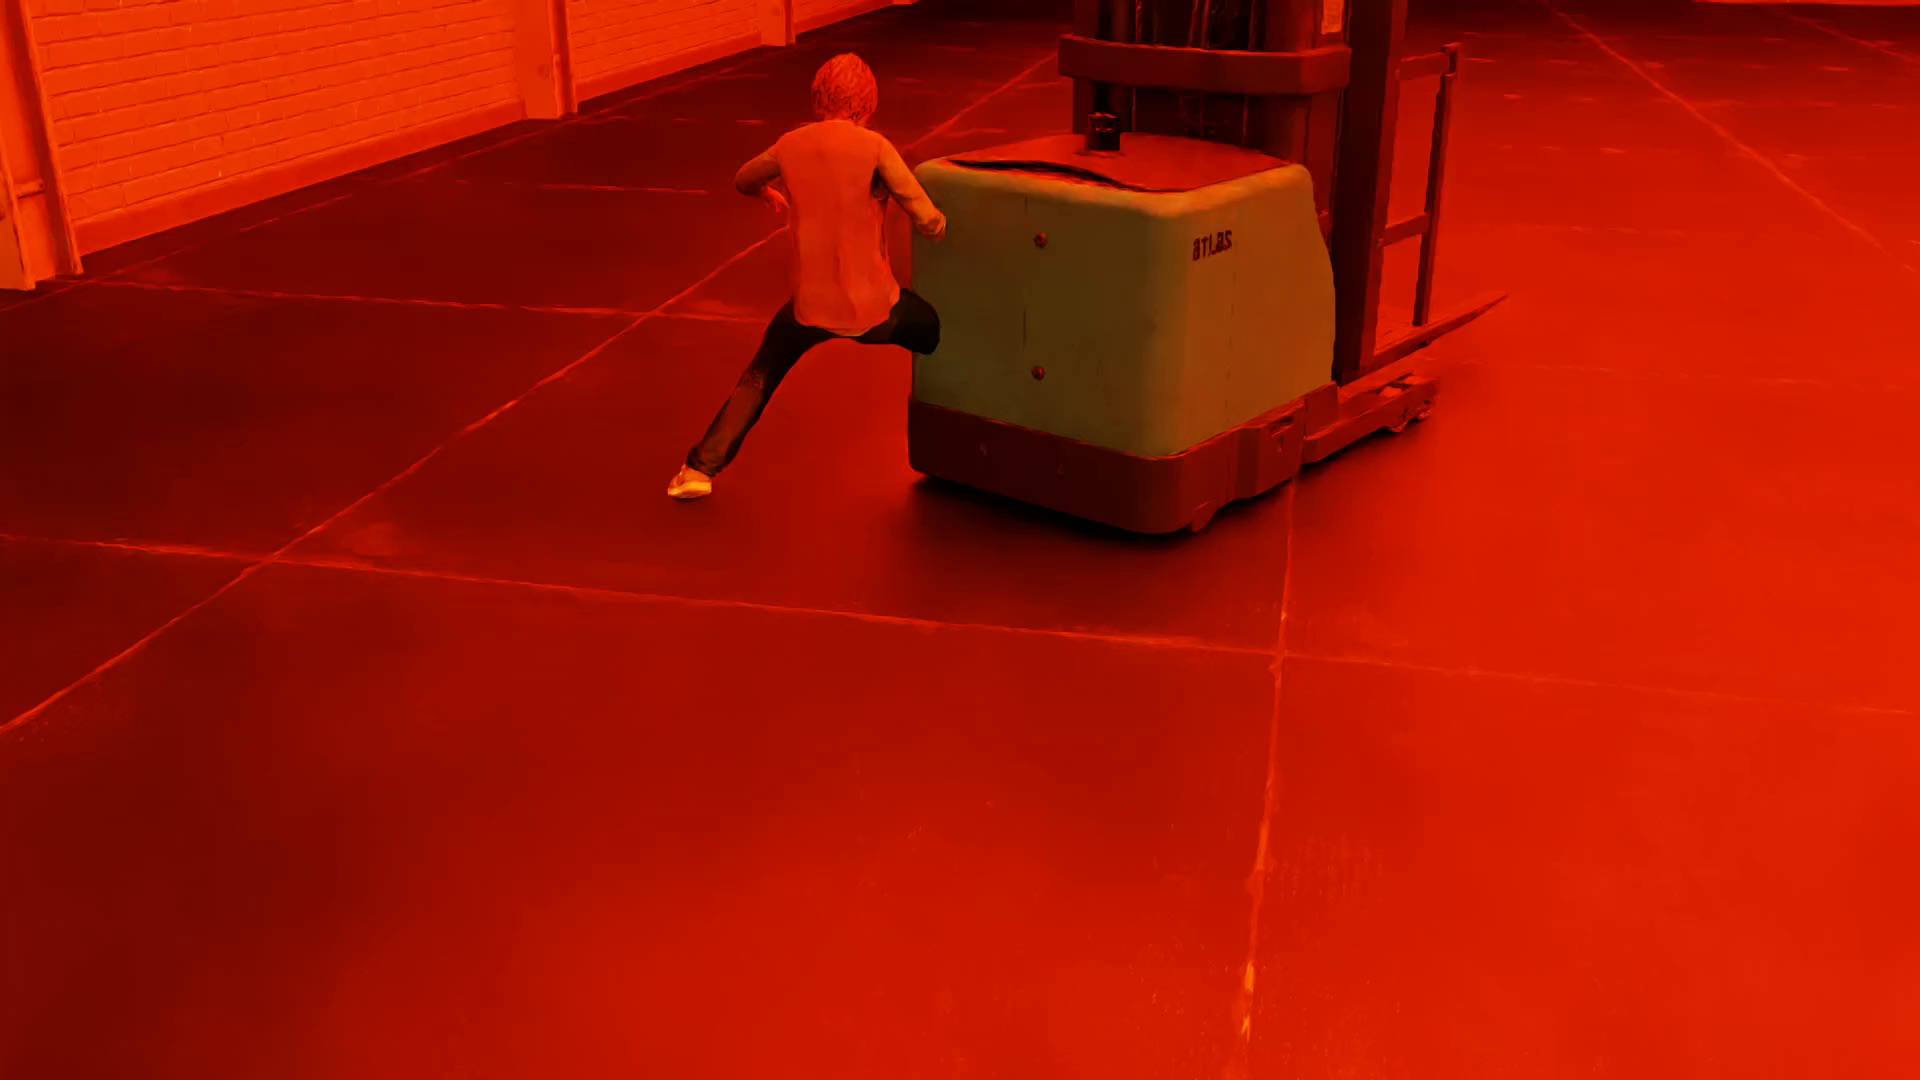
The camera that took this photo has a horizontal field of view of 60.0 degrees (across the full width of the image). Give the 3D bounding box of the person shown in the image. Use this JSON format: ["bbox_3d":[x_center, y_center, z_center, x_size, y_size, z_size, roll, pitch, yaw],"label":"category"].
[{"bbox_3d":[-0.354,-0.837,5.335,1.085,1.411,0.869,8,24,19],"label":"person"}]

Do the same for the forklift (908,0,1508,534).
[{"bbox_3d":[1.150,-1.859,5.826,1.130,2.935,3.031,17,28,36],"label":"forklift"}]
